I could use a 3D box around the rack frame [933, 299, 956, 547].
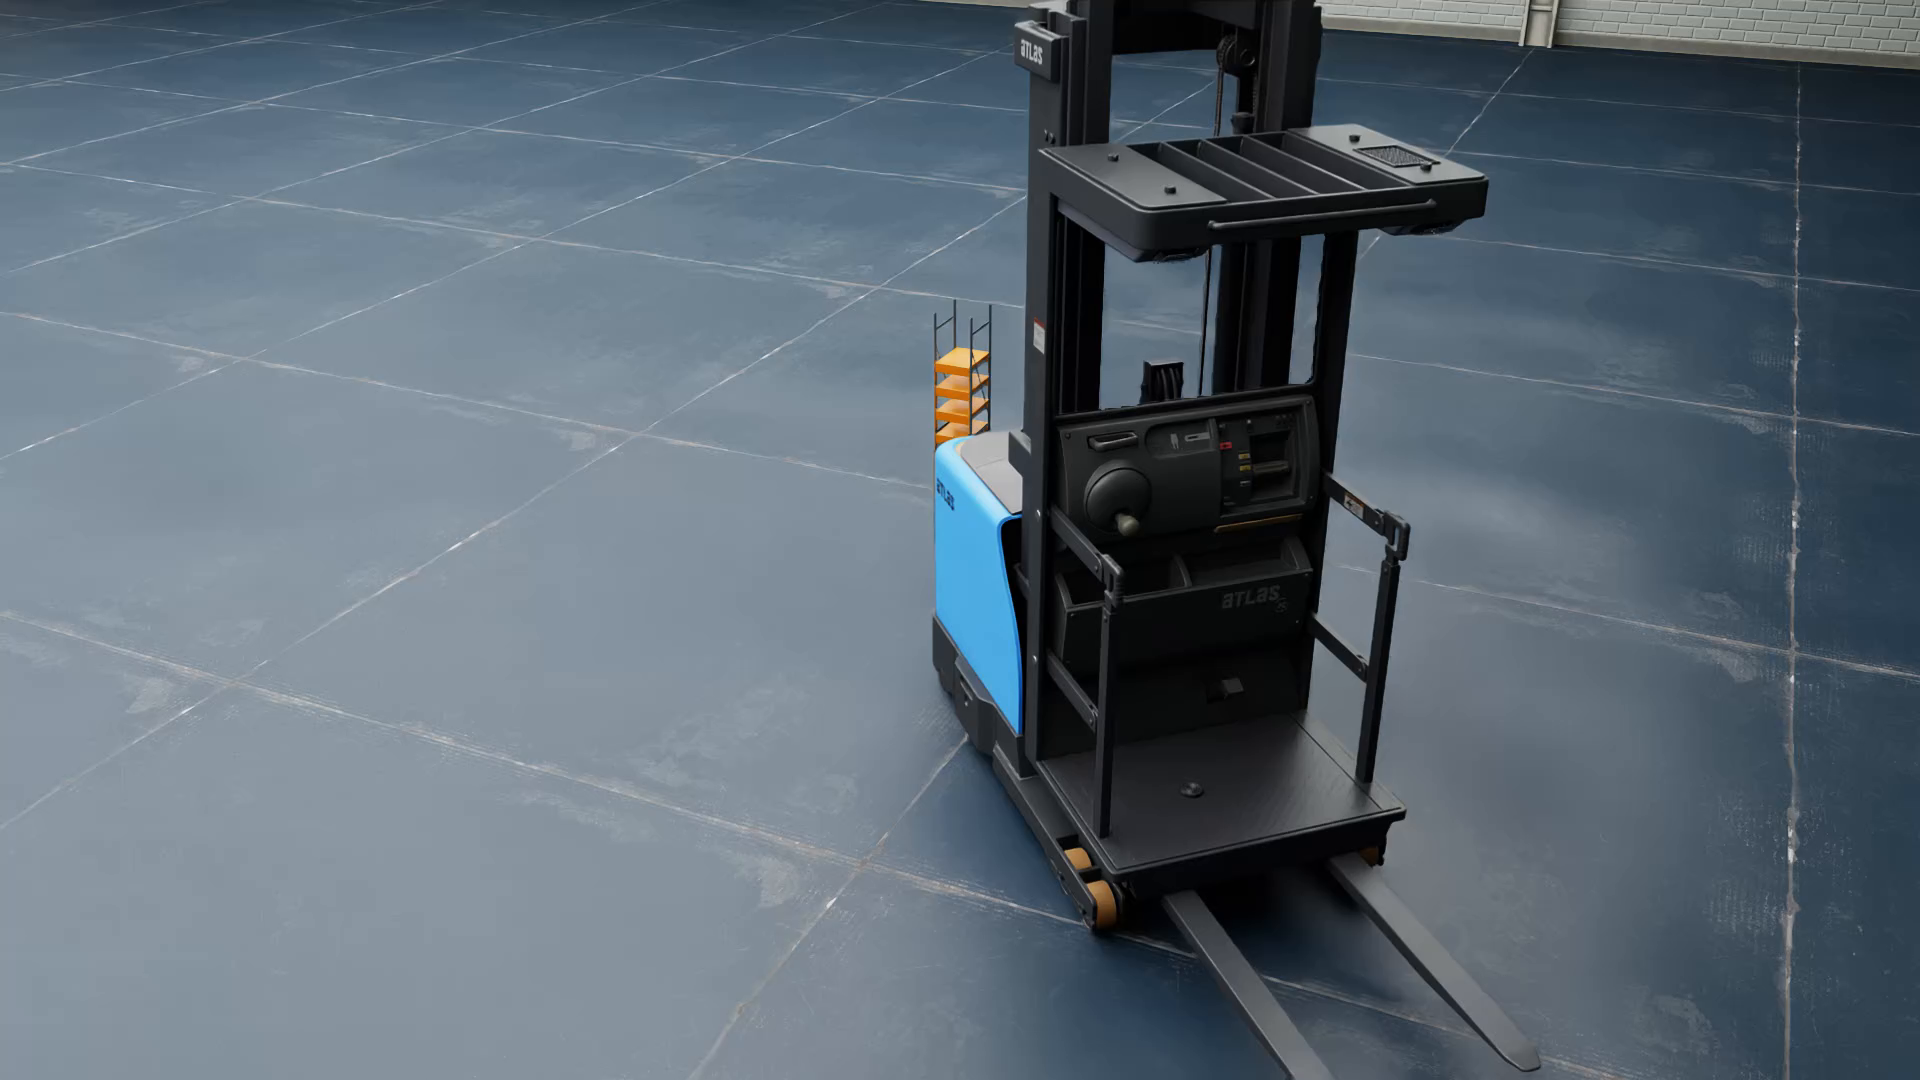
[{"bbox_3d":[-0.070,-0.552,8.014,0.006,1.200,0.240,11,28,22],"label":"rack frame"}]

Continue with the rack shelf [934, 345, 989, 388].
[{"bbox_3d":[0.013,-0.819,7.840,0.180,0.103,0.258,11,28,22],"label":"rack shelf"}]

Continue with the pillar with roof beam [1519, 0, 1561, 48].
[{"bbox_3d":[5.459,-8.524,15.375,0.400,9.000,9.100,11,28,22],"label":"pillar with roof beam"}]

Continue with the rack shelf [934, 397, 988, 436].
[{"bbox_3d":[0.013,-0.603,7.946,0.180,0.103,0.258,11,28,22],"label":"rack shelf"}]

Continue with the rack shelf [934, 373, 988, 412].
[{"bbox_3d":[0.013,-0.711,7.893,0.180,0.103,0.258,11,28,22],"label":"rack shelf"}]

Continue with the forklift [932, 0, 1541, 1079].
[{"bbox_3d":[0.844,-0.207,5.351,1.130,2.935,3.031,-9,27,-17],"label":"forklift"}]

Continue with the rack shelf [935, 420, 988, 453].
[{"bbox_3d":[0.013,-0.496,7.999,0.180,0.103,0.258,11,28,22],"label":"rack shelf"}]

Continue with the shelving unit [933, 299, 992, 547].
[{"bbox_3d":[0.013,-0.536,7.980,0.189,1.200,0.258,11,28,22],"label":"shelving unit"}]

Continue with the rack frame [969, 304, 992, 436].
[{"bbox_3d":[0.096,-0.519,7.946,0.006,1.200,0.240,11,28,22],"label":"rack frame"}]
